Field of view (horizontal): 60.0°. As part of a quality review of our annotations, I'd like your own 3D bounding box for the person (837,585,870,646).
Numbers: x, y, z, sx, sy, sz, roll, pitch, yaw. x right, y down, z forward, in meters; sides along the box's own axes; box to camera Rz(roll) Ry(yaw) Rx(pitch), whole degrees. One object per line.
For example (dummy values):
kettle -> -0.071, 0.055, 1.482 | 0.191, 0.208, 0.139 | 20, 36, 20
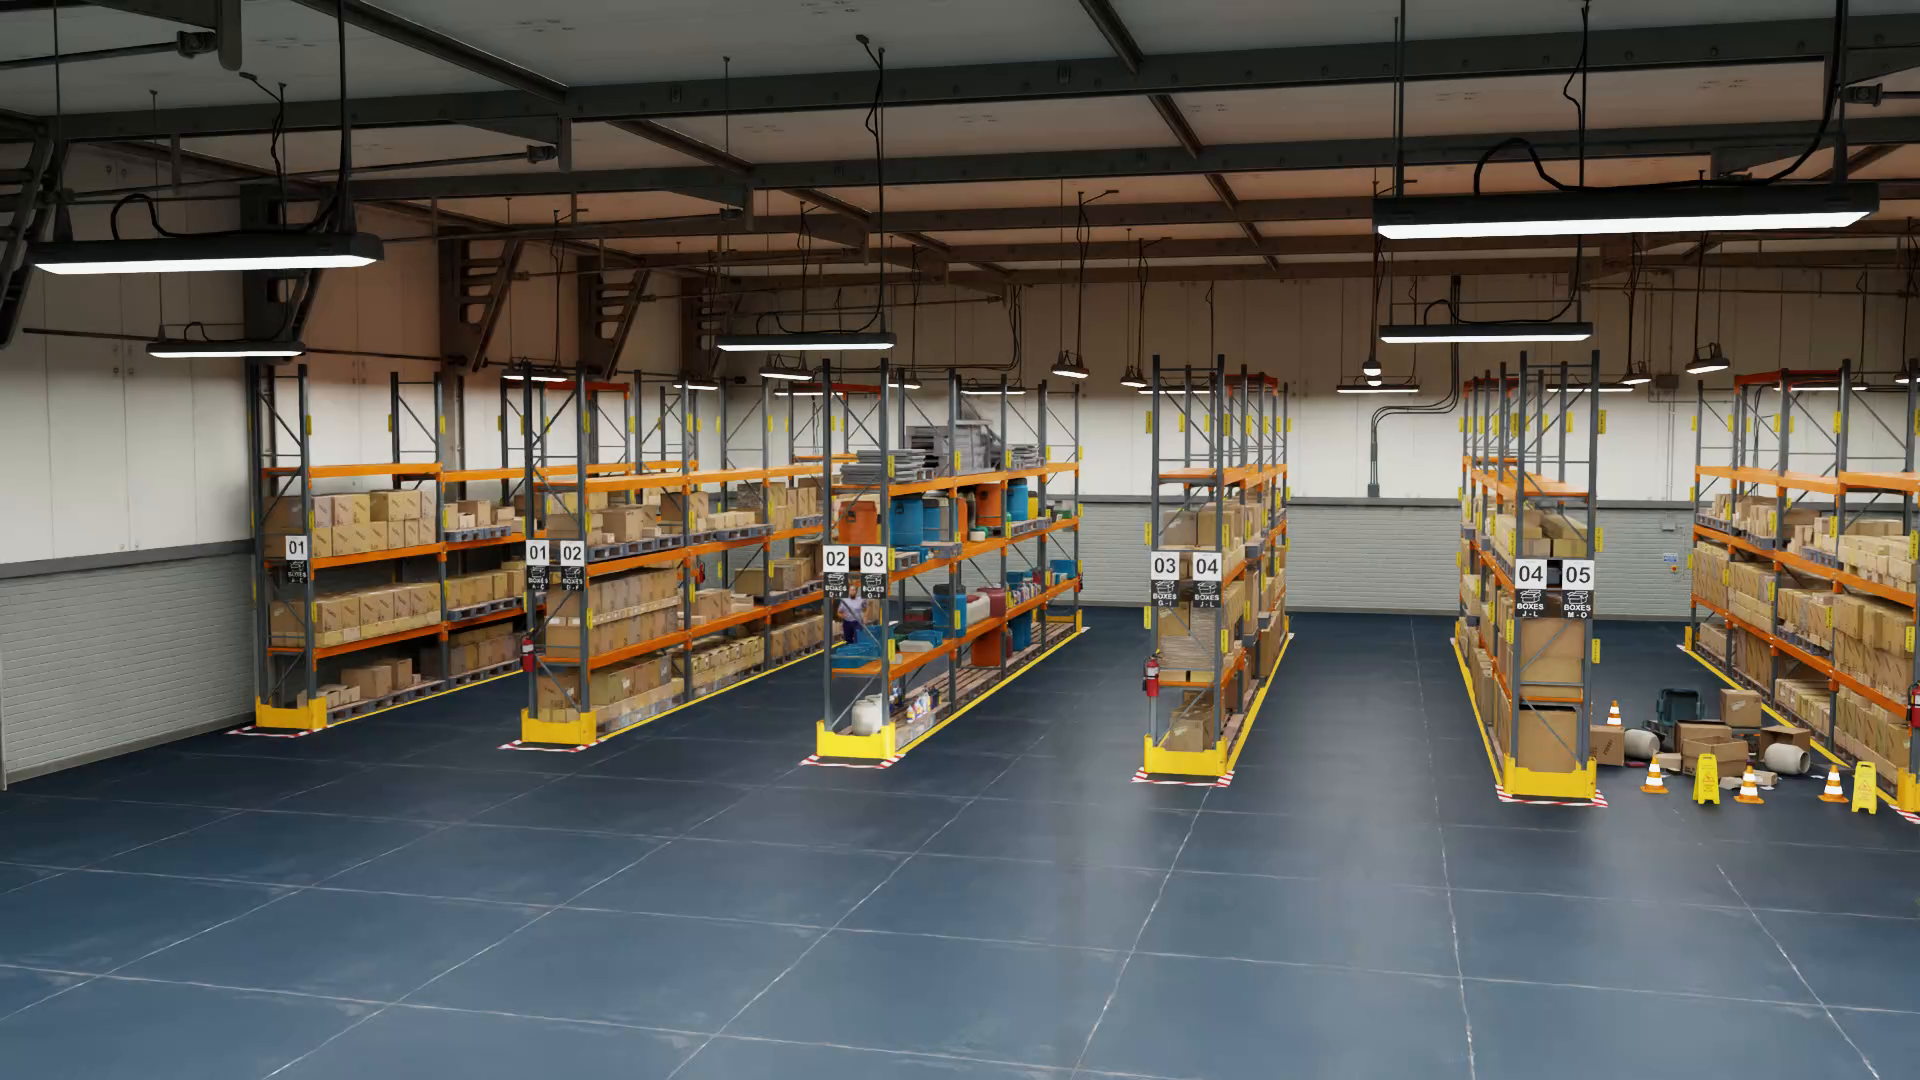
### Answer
person -> -2.043, 1.702, 31.773 | 0.609, 1.687, 0.837 | 0, 4, 1
